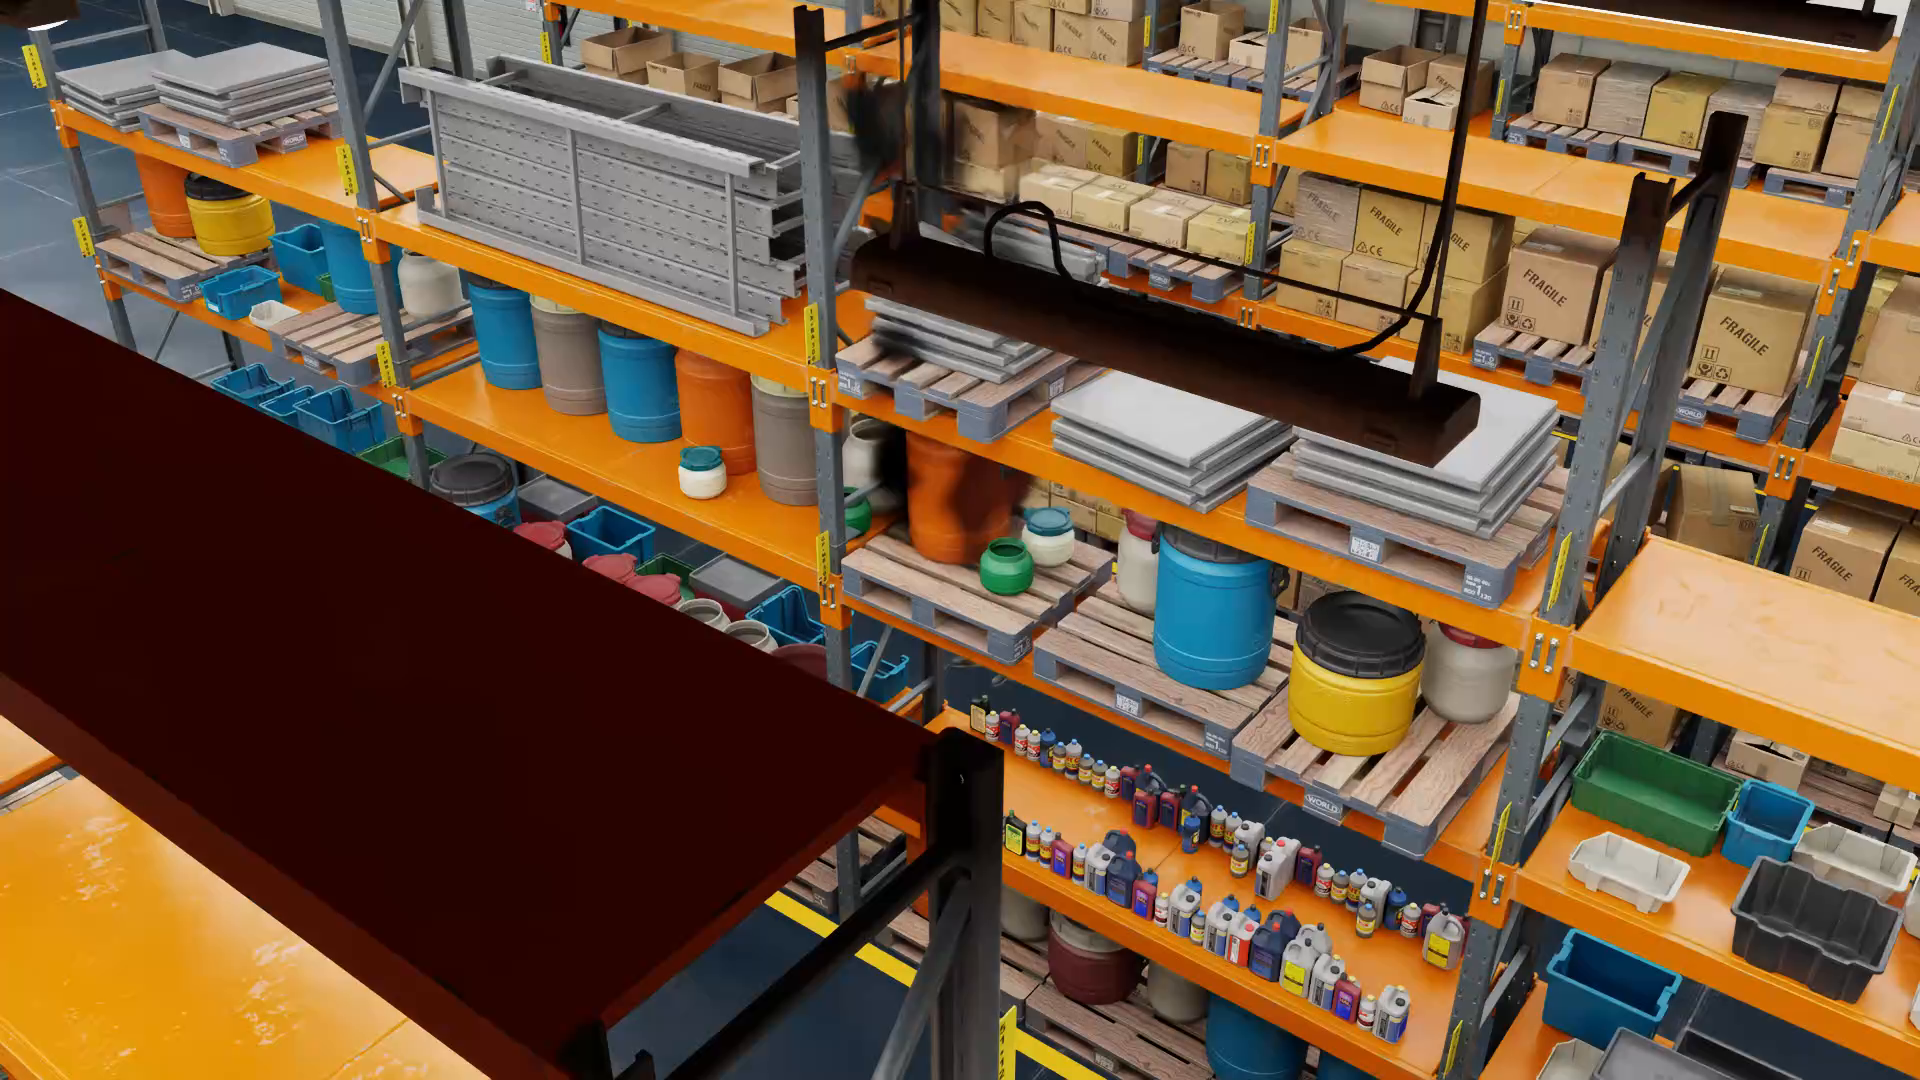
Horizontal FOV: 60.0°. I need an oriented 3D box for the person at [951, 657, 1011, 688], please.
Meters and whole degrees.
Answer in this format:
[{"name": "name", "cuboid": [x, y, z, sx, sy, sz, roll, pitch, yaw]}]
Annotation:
[{"name": "person", "cuboid": [0.166, 0.364, 12.545, 0.674, 1.754, 0.635, 26, 40, 35]}]
